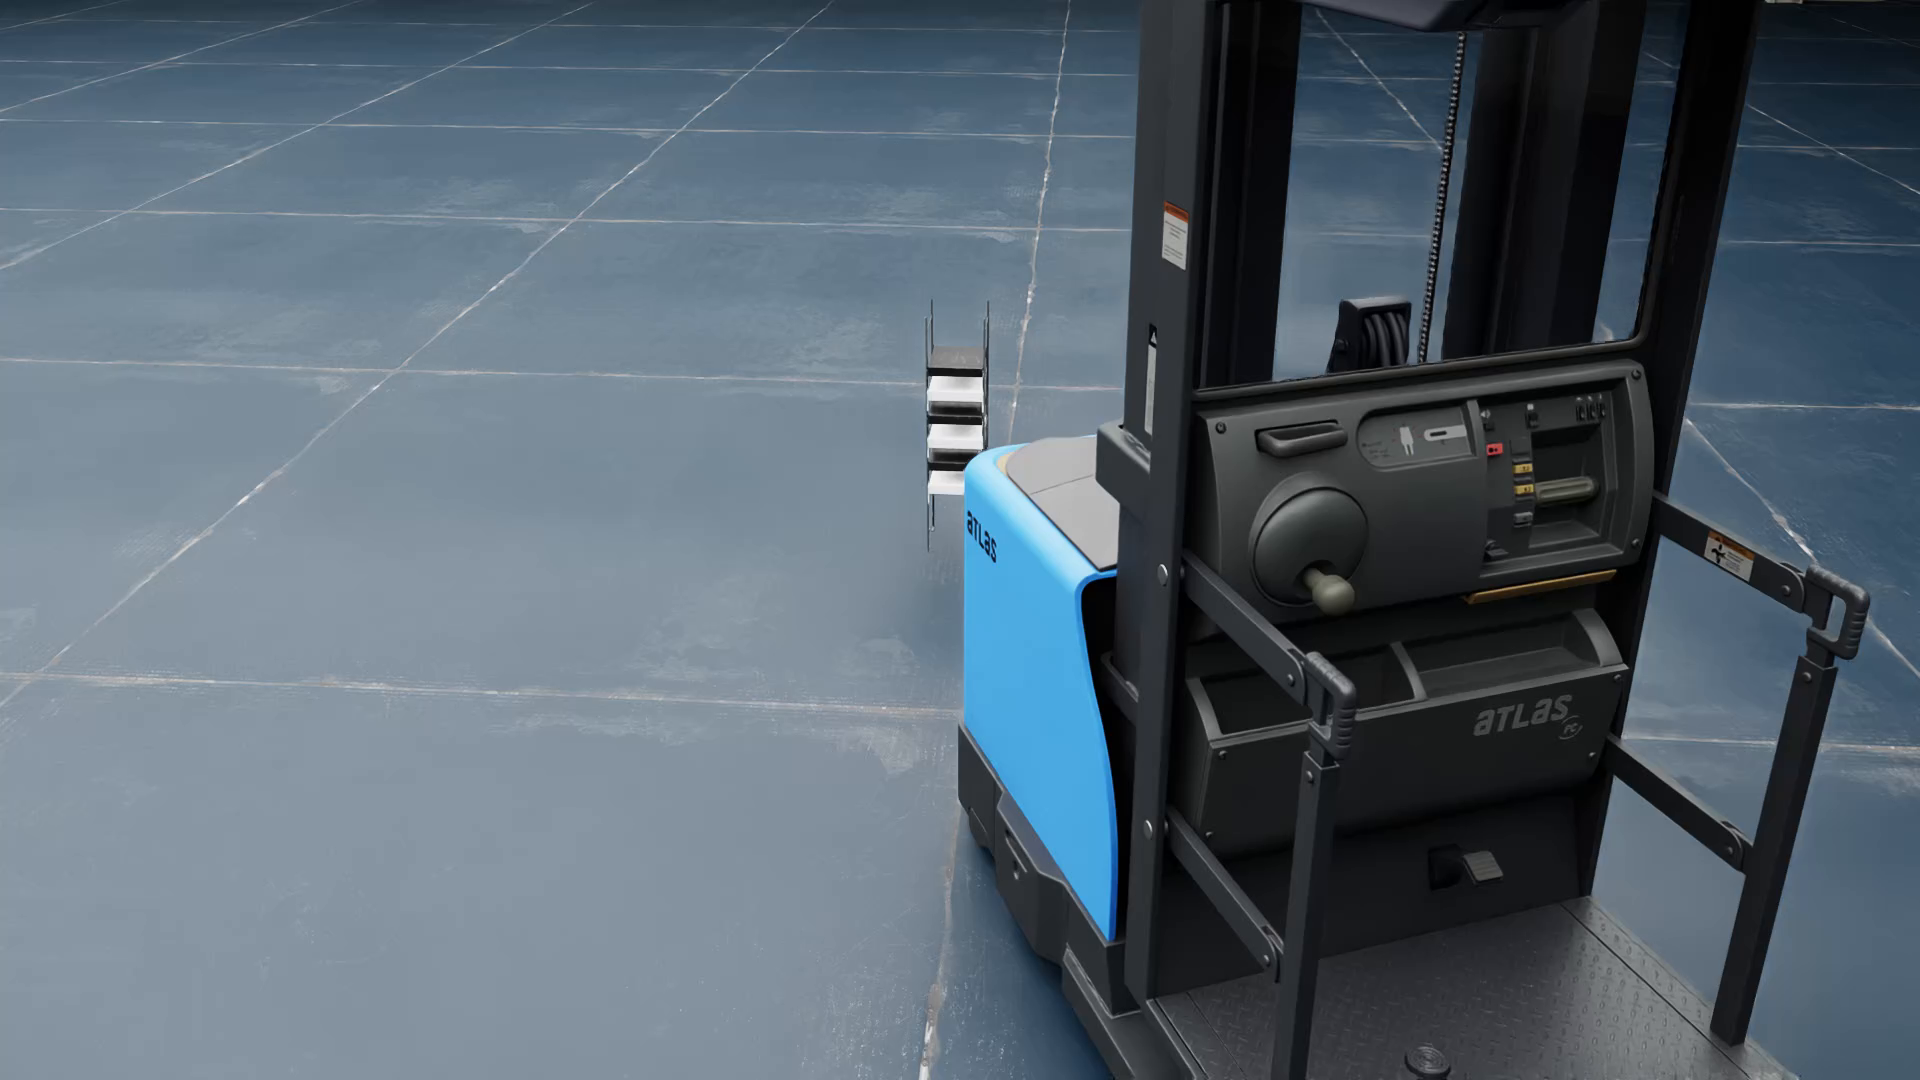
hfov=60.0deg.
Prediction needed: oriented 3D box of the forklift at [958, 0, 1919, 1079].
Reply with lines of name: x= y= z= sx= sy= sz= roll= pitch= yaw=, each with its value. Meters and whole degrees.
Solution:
forklift: x=0.952 y=-0.067 z=2.889 sx=1.130 sy=2.935 sz=3.031 roll=-8 pitch=26 yaw=-17

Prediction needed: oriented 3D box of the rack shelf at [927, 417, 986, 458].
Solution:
rack shelf: x=-0.008 y=-0.379 z=6.076 sx=0.200 sy=0.077 sz=0.258 roll=2 pitch=25 yaw=4

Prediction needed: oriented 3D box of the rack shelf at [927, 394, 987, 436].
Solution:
rack shelf: x=-0.008 y=-0.461 z=6.039 sx=0.200 sy=0.077 sz=0.258 roll=2 pitch=25 yaw=4

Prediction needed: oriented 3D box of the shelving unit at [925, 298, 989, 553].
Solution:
shelving unit: x=-0.008 y=-0.409 z=6.062 sx=0.210 sy=0.900 sz=0.258 roll=2 pitch=25 yaw=4

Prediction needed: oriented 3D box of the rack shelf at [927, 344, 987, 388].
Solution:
rack shelf: x=-0.008 y=-0.624 z=5.964 sx=0.200 sy=0.077 sz=0.258 roll=2 pitch=25 yaw=4

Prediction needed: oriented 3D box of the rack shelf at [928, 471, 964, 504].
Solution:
rack shelf: x=-0.008 y=-0.215 z=6.152 sx=0.200 sy=0.077 sz=0.258 roll=2 pitch=25 yaw=4

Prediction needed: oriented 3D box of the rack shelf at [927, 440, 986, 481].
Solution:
rack shelf: x=-0.008 y=-0.297 z=6.114 sx=0.200 sy=0.077 sz=0.258 roll=2 pitch=25 yaw=4

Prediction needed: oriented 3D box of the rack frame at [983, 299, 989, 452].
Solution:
rack frame: x=0.093 y=-0.406 z=6.055 sx=0.006 sy=0.900 sz=0.240 roll=2 pitch=25 yaw=4

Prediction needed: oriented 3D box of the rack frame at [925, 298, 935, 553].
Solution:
rack frame: x=-0.109 y=-0.412 z=6.070 sx=0.006 sy=0.900 sz=0.240 roll=2 pitch=25 yaw=4

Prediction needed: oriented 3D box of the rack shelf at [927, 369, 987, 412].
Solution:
rack shelf: x=-0.008 y=-0.542 z=6.001 sx=0.200 sy=0.077 sz=0.258 roll=2 pitch=25 yaw=4
